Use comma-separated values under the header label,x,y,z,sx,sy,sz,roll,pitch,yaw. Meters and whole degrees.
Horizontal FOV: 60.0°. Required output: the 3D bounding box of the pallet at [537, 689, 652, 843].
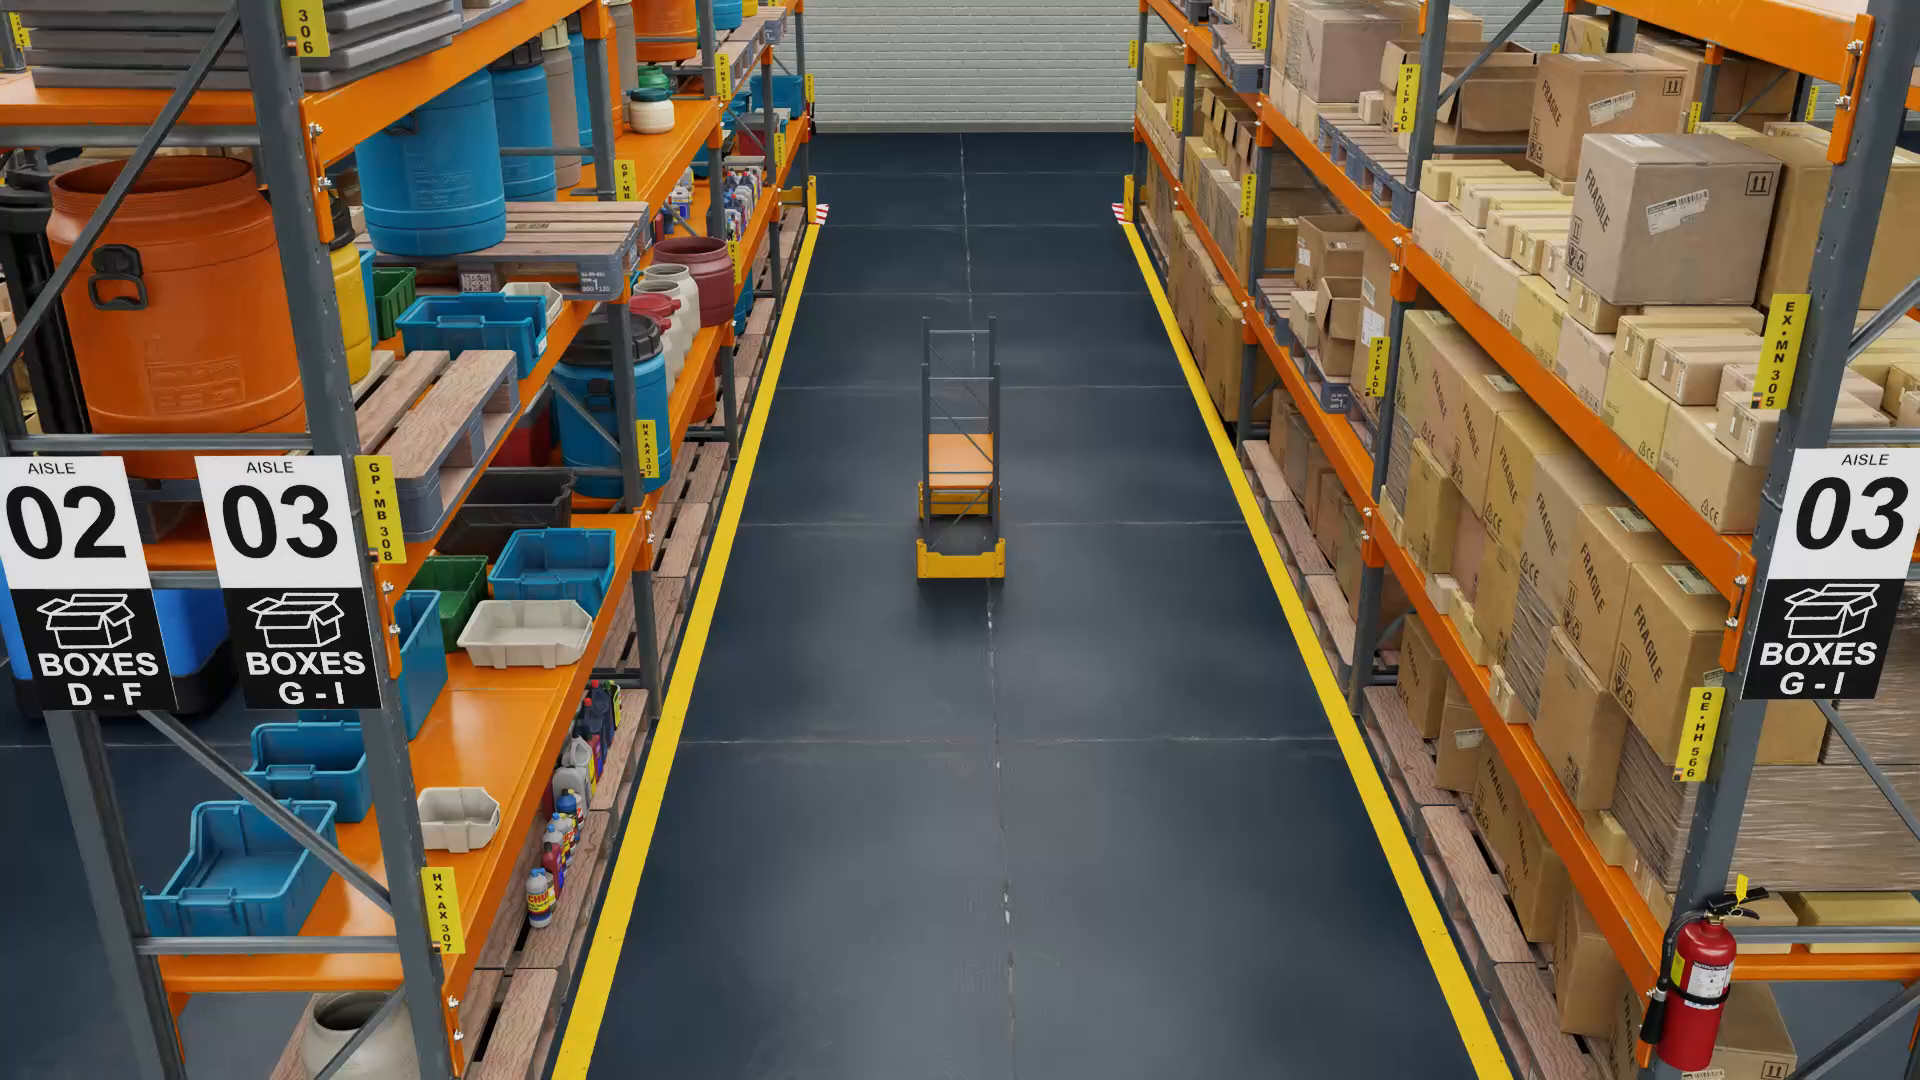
label,x,y,z,sx,sy,sz,roll,pitch,yaw
pallet,-2.246,1.187,8.869,1.003,0.211,1.213,0,24,-1

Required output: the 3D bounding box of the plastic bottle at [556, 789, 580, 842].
label,x,y,z,sx,sy,sz,roll,pitch,yaw
plastic bottle,-1.883,1.316,7.976,0.097,0.271,0.097,0,24,0

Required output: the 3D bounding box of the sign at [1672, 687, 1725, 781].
label,x,y,z,sx,sy,sz,roll,pitch,yaw
sign,2.230,0.589,5.020,0.100,0.325,0.005,0,24,-1

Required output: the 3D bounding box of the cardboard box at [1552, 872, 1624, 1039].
label,x,y,z,sx,sy,sz,roll,pitch,yaw
cardboard box,2.754,1.710,6.853,0.500,0.500,0.500,6,25,13

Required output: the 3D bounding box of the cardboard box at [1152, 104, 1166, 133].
label,x,y,z,sx,sy,sz,roll,pitch,yaw
cardboard box,2.371,-4.559,18.011,0.500,0.250,0.500,-1,24,-2

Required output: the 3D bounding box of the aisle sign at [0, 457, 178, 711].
label,x,y,z,sx,sy,sz,roll,pitch,yaw
aisle sign,-2.464,0.135,4.658,0.394,0.787,0.004,0,24,-1

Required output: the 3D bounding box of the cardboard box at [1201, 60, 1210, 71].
label,x,y,z,sx,sy,sz,roll,pitch,yaw
cardboard box,2.879,-5.536,19.262,0.500,0.500,0.500,0,24,0

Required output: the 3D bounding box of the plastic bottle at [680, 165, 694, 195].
label,x,y,z,sx,sy,sz,roll,pitch,yaw
plastic bottle,-2.618,-3.471,15.844,0.144,0.351,0.185,0,24,-1

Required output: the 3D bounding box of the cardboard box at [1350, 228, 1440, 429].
label,x,y,z,sx,sy,sz,roll,pitch,yaw
cardboard box,2.873,-1.175,9.471,1.000,1.000,1.000,0,24,0

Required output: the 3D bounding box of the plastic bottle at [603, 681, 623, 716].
label,x,y,z,sx,sy,sz,roll,pitch,yaw
plastic bottle,-1.896,0.863,9.065,0.097,0.201,0.097,0,24,0

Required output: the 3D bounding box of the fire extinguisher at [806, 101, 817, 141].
label,x,y,z,sx,sy,sz,roll,pitch,yaw
fire extinguisher,-1.889,-5.164,20.074,0.296,0.674,0.183,0,24,-1

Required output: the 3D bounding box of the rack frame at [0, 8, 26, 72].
label,x,y,z,sx,sy,sz,roll,pitch,yaw
rack frame,-7.208,-4.721,11.268,1.000,3.000,0.127,0,24,-1

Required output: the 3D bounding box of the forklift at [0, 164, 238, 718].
label,x,y,z,sx,sy,sz,roll,pitch,yaw
forklift,-4.875,-0.900,10.183,1.130,2.935,3.031,-1,24,-3

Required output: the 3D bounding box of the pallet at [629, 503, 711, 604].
label,x,y,z,sx,sy,sz,roll,pitch,yaw
pallet,-2.275,0.083,11.310,1.003,0.211,1.213,0,24,-1

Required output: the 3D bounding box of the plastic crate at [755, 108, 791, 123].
label,x,y,z,sx,sy,sz,roll,pitch,yaw
plastic crate,-2.152,-4.877,19.140,0.396,0.136,0.243,0,24,-1

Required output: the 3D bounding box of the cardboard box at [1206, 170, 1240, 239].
label,x,y,z,sx,sy,sz,roll,pitch,yaw
cardboard box,2.431,-2.907,14.417,0.500,0.500,0.500,0,24,0

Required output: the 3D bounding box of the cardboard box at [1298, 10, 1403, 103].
label,x,y,z,sx,sy,sz,roll,pitch,yaw
cardboard box,2.460,-3.060,10.507,0.500,0.500,0.500,-1,24,-2

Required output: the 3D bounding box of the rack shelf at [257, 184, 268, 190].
label,x,y,z,sx,sy,sz,roll,pitch,yaw
rack shelf,-7.230,-2.484,14.475,1.077,0.370,4.000,0,24,-1

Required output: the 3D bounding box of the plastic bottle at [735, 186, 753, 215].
label,x,y,z,sx,sy,sz,roll,pitch,yaw
plastic bottle,-1.962,-3.081,15.072,0.152,0.276,0.135,0,24,-1

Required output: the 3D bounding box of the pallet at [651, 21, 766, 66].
label,x,y,z,sx,sy,sz,roll,pitch,yaw
pallet,-2.177,-4.147,13.869,1.003,0.211,1.213,0,24,-1

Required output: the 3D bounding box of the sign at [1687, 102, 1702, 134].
label,x,y,z,sx,sy,sz,roll,pitch,yaw
sign,7.072,-4.048,16.011,0.100,0.325,0.005,0,24,-1

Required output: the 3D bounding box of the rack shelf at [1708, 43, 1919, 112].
label,x,y,z,sx,sy,sz,roll,pitch,yaw
rack shelf,7.637,-3.874,13.909,1.077,0.370,4.000,0,24,-1

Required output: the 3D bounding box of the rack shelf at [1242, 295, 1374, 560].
label,x,y,z,sx,sy,sz,roll,pitch,yaw
rack shelf,2.720,-0.879,10.926,1.077,0.370,4.000,0,24,-1

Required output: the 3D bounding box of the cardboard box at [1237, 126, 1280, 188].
label,x,y,z,sx,sy,sz,roll,pitch,yaw
cardboard box,2.702,-3.103,13.633,0.797,0.503,0.637,0,24,1

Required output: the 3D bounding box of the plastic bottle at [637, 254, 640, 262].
label,x,y,z,sx,sy,sz,roll,pitch,yaw
plastic bottle,-2.676,-2.418,13.612,0.097,0.271,0.097,0,24,0

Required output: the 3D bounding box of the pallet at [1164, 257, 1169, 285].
label,x,y,z,sx,sy,sz,roll,pitch,yaw
pallet,2.724,-2.722,17.512,1.003,0.211,1.213,0,24,-1

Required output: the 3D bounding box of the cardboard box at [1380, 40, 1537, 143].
label,x,y,z,sx,sy,sz,roll,pitch,yaw
cardboard box,2.824,-2.570,9.517,0.797,0.503,0.637,1,24,2

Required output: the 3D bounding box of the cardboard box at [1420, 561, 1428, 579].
label,x,y,z,sx,sy,sz,roll,pitch,yaw
cardboard box,2.475,0.131,8.125,0.380,0.149,0.250,0,24,-1

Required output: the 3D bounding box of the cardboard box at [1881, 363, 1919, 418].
label,x,y,z,sx,sy,sz,roll,pitch,yaw
cardboard box,3.107,-0.436,5.132,0.380,0.149,0.250,0,24,1

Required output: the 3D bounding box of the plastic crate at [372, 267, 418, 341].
label,x,y,z,sx,sy,sz,roll,pitch,yaw
plastic crate,-2.466,-0.979,6.891,0.336,0.188,0.450,0,24,-1

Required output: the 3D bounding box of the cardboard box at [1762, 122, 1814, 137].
label,x,y,z,sx,sy,sz,roll,pitch,yaw
cardboard box,7.814,-3.843,15.680,0.380,0.149,0.250,1,24,2

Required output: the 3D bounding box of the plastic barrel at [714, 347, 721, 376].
label,x,y,z,sx,sy,sz,roll,pitch,yaw
plastic barrel,-2.290,-1.768,14.435,0.600,0.588,0.708,0,24,-1

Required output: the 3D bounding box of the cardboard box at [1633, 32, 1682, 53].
label,x,y,z,sx,sy,sz,roll,pitch,yaw
cardboard box,7.315,-5.126,17.748,0.500,0.500,0.500,-1,24,-2

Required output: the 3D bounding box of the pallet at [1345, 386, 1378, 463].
label,x,y,z,sx,sy,sz,roll,pitch,yaw
pallet,2.878,-0.611,9.693,1.003,0.211,1.213,0,24,-1

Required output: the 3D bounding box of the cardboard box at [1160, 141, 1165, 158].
label,x,y,z,sx,sy,sz,roll,pitch,yaw
cardboard box,2.312,-4.113,17.508,0.380,0.149,0.250,0,24,0

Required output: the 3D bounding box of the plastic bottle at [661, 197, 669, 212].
label,x,y,z,sx,sy,sz,roll,pitch,yaw
plastic bottle,-2.662,-2.931,14.740,0.152,0.276,0.135,0,24,-1

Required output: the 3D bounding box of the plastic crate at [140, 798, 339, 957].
label,x,y,z,sx,sy,sz,roll,pitch,yaw
plastic crate,-2.472,1.151,5.746,0.499,0.251,0.616,0,24,-1

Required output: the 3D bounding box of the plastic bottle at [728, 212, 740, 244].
label,x,y,z,sx,sy,sz,roll,pitch,yaw
plastic bottle,-1.923,-2.653,14.133,0.097,0.271,0.097,0,24,0

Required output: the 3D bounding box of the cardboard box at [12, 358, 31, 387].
label,x,y,z,sx,sy,sz,roll,pitch,yaw
cardboard box,-7.453,-1.433,13.779,0.500,0.500,0.500,1,24,2

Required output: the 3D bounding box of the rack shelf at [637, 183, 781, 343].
label,x,y,z,sx,sy,sz,roll,pitch,yaw
rack shelf,-2.277,-2.505,14.521,1.077,0.370,4.000,0,24,-1

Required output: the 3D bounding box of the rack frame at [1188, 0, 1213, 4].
label,x,y,z,sx,sy,sz,roll,pitch,yaw
rack frame,2.654,-6.412,15.008,1.000,3.000,0.127,0,24,-1

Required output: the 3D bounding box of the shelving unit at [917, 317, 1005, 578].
label,x,y,z,sx,sy,sz,roll,pitch,yaw
shelving unit,0.001,-0.652,11.371,0.587,1.500,1.083,0,24,-1

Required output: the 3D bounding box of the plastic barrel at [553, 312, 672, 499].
label,x,y,z,sx,sy,sz,roll,pitch,yaw
plastic barrel,-1.913,-0.749,9.158,0.600,0.901,0.708,0,24,-1

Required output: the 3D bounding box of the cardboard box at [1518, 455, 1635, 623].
label,x,y,z,sx,sy,sz,roll,pitch,yaw
cardboard box,2.518,-0.008,6.433,0.500,0.500,0.500,0,24,-1

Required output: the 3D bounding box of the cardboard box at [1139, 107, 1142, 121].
label,x,y,z,sx,sy,sz,roll,pitch,yaw
cardboard box,2.289,-4.959,19.380,0.380,0.149,0.250,-1,24,-1

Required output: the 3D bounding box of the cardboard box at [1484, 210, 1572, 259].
label,x,y,z,sx,sy,sz,roll,pitch,yaw
cardboard box,2.451,-1.295,7.031,0.380,0.149,0.250,-1,24,-2

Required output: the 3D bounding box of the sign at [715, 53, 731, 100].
label,x,y,z,sx,sy,sz,roll,pitch,yaw
sign,-1.705,-3.333,11.966,0.100,0.325,0.005,0,24,-1

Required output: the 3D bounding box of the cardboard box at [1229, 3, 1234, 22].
label,x,y,z,sx,sy,sz,roll,pitch,yaw
cardboard box,2.520,-4.508,14.233,0.380,0.149,0.250,-1,24,-3

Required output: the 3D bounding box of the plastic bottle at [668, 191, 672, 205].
label,x,y,z,sx,sy,sz,roll,pitch,yaw
plastic bottle,-2.664,-3.026,14.951,0.152,0.276,0.135,0,24,-1

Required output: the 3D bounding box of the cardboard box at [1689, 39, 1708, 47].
label,x,y,z,sx,sy,sz,roll,pitch,yaw
cardboard box,7.858,-4.905,17.258,0.500,0.500,0.500,0,24,0

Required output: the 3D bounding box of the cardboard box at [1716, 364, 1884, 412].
label,x,y,z,sx,sy,sz,roll,pitch,yaw
cardboard box,2.584,-0.435,5.130,0.380,0.149,0.250,-1,24,-2

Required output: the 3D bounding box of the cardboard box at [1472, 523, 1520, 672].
label,x,y,z,sx,sy,sz,roll,pitch,yaw
cardboard box,2.725,0.240,7.097,0.875,0.500,0.500,0,24,-1

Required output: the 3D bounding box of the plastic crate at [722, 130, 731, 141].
label,x,y,z,sx,sy,sz,roll,pitch,yaw
plastic crate,-2.618,-4.280,17.820,0.293,0.136,0.466,0,24,-1

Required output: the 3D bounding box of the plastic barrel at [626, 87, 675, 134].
label,x,y,z,sx,sy,sz,roll,pitch,yaw
plastic barrel,-2.008,-2.789,10.805,0.301,0.262,0.301,0,24,0

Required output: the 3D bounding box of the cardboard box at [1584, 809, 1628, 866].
label,x,y,z,sx,sy,sz,roll,pitch,yaw
cardboard box,2.519,1.058,6.075,0.380,0.149,0.250,0,24,-1

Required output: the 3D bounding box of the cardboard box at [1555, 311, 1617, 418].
label,x,y,z,sx,sy,sz,roll,pitch,yaw
cardboard box,2.520,-0.647,6.082,0.500,0.250,0.500,0,24,1

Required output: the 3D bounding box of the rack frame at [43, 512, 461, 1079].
label,x,y,z,sx,sy,sz,roll,pitch,yaw
rack frame,-2.168,1.288,5.262,1.000,3.000,0.127,0,24,-1
